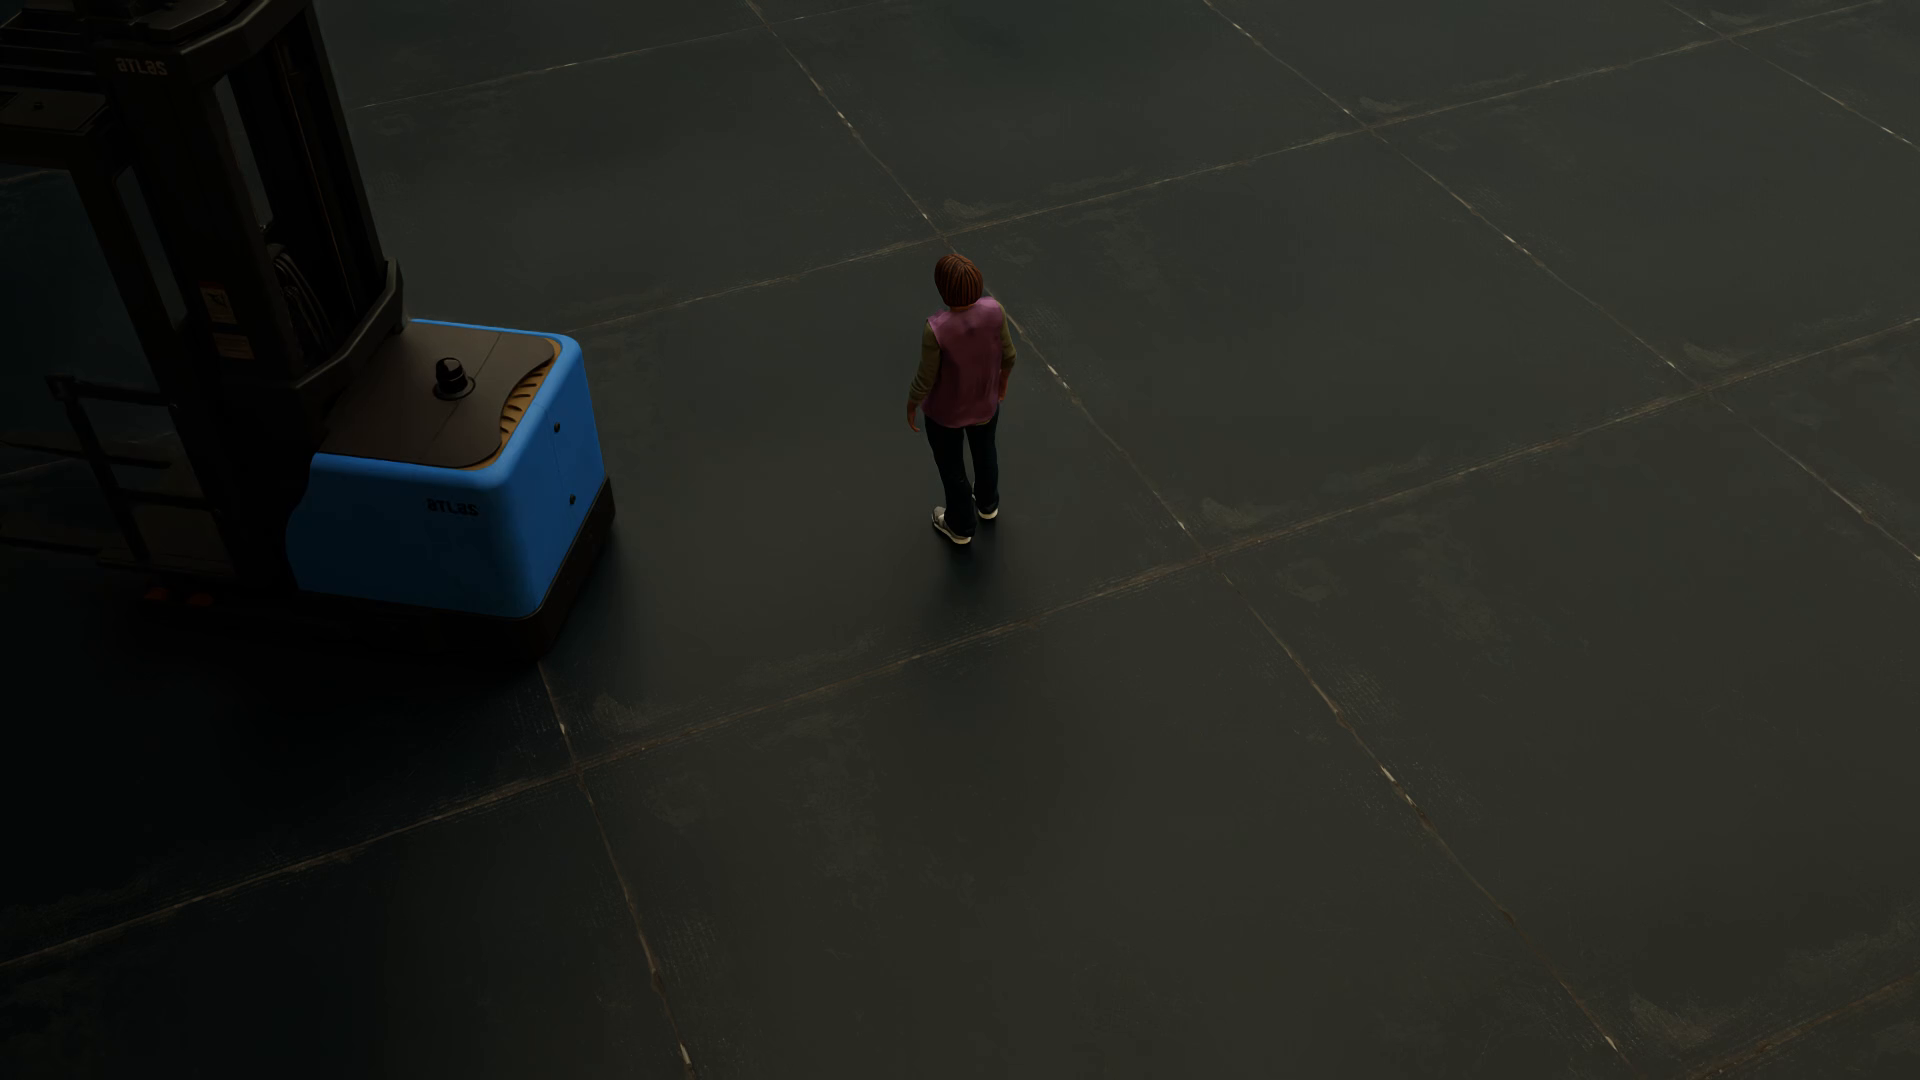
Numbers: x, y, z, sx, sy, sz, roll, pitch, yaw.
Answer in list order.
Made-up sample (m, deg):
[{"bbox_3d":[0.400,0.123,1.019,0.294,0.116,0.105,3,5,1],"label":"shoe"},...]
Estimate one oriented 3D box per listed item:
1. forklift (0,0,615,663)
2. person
[{"bbox_3d":[-3.194,-1.027,6.780,3.031,2.935,1.130,7,43,7],"label":"forklift"},{"bbox_3d":[-0.018,-0.639,7.332,0.520,1.597,0.476,-18,46,-18],"label":"person"}]
